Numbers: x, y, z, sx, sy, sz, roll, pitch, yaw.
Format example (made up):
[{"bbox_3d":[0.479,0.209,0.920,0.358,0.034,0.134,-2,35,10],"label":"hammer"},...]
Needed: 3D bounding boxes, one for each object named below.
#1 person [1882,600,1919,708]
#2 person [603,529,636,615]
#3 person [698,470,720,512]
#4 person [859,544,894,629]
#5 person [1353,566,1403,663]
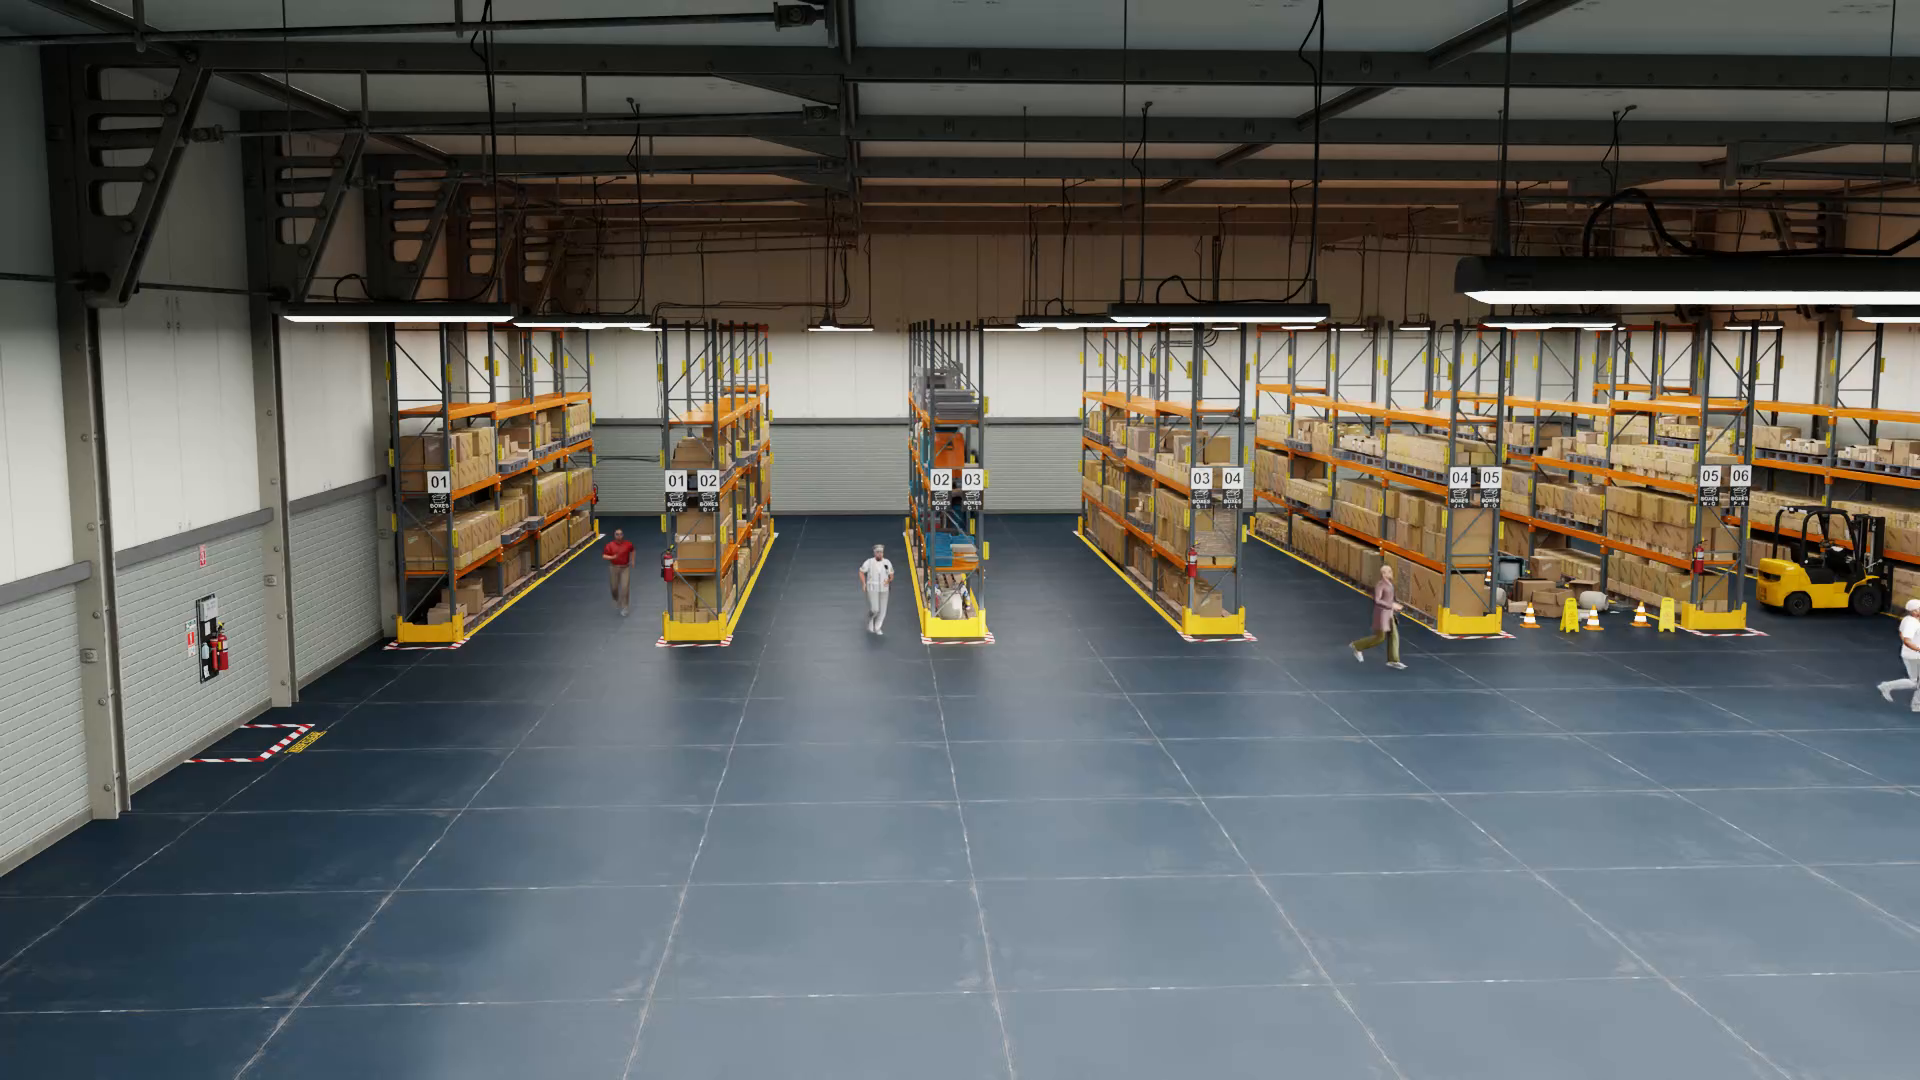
[{"bbox_3d":[14.414,1.726,25.255,0.668,1.666,0.698,4,8,32],"label":"person"},{"bbox_3d":[-6.988,0.632,34.161,0.662,1.715,0.987,-2,7,-12],"label":"person"},{"bbox_3d":[7.307,0.859,26.622,12.444,3.203,22.944,-6,9,-40],"label":"person"},{"bbox_3d":[-1.556,0.904,31.699,0.648,1.649,0.579,-2,7,-15],"label":"person"},{"bbox_3d":[7.257,1.267,28.678,0.847,1.684,0.718,5,9,34],"label":"person"}]
